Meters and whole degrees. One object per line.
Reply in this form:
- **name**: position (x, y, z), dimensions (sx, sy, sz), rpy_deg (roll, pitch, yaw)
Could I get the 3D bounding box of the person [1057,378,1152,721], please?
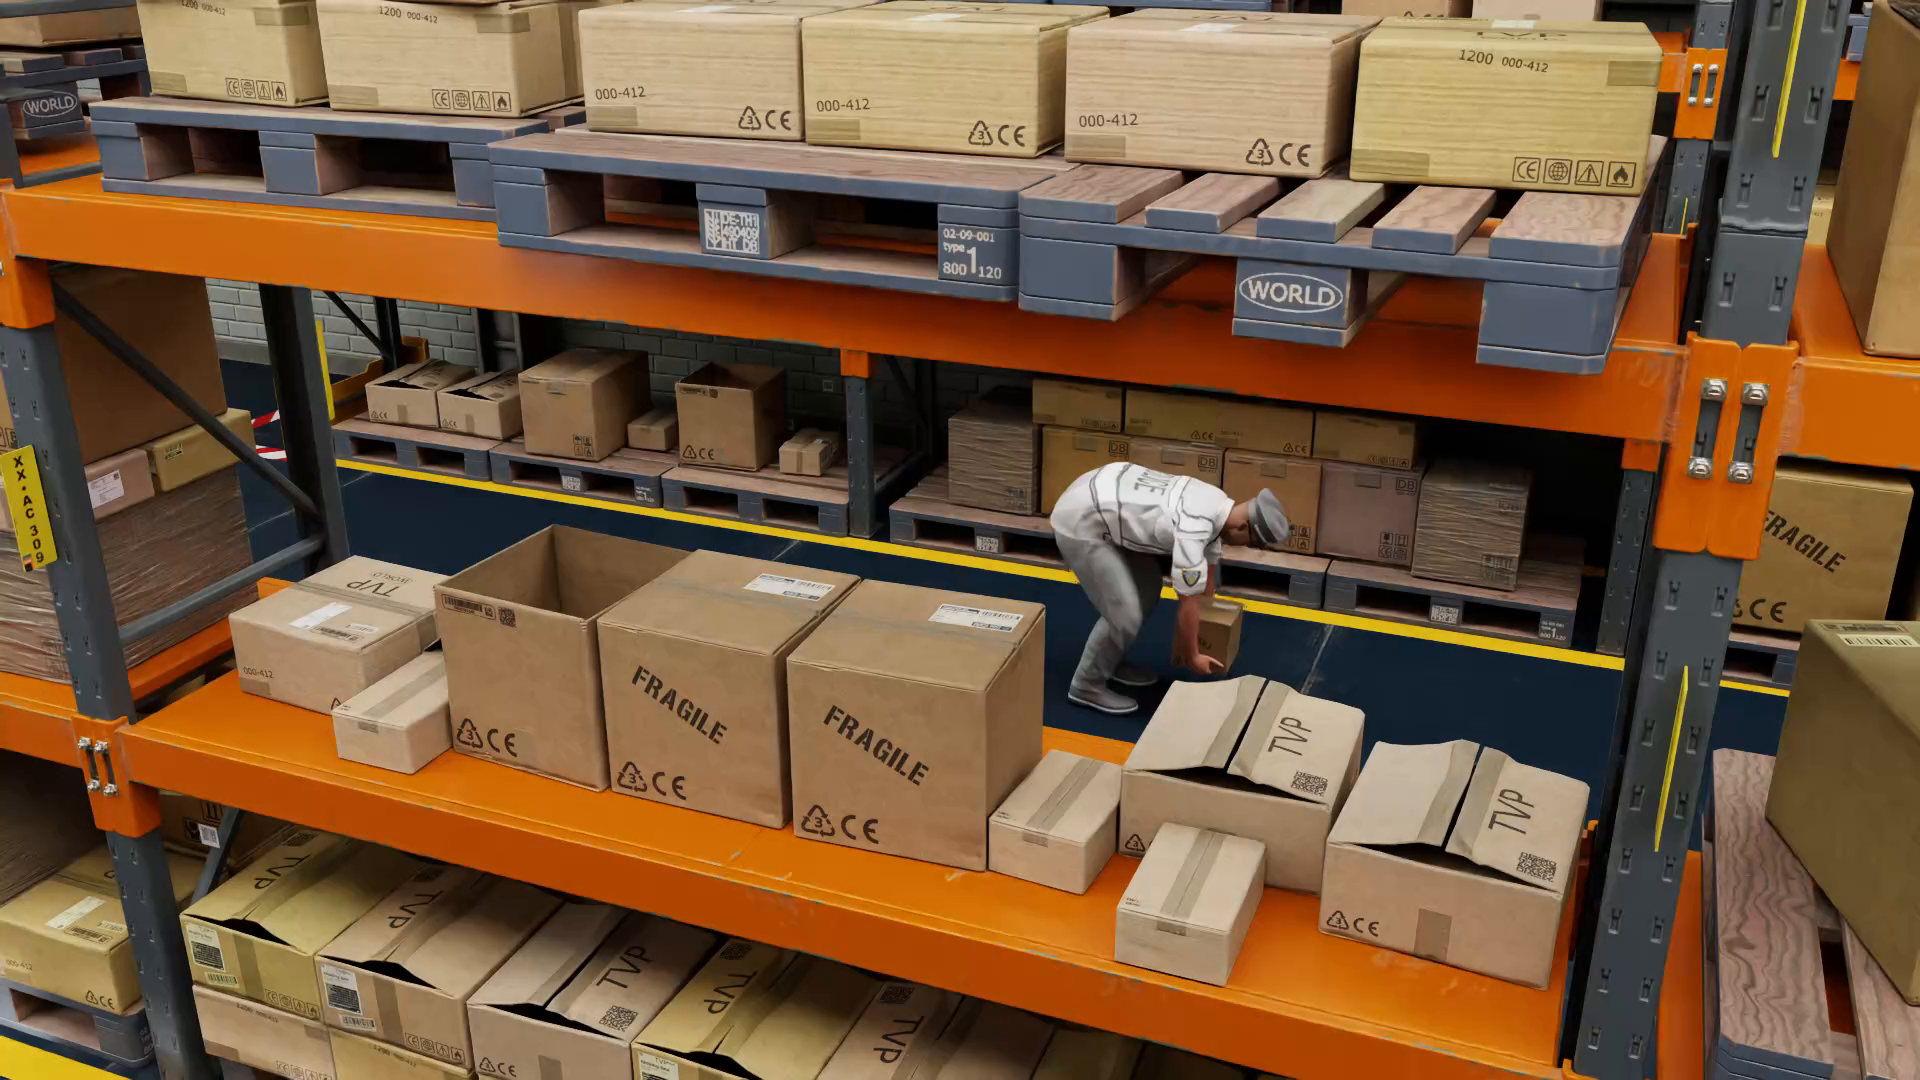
- **person**: position (0.663, -0.118, 7.372), dimensions (0.442, 1.746, 0.588), rpy_deg (8, 23, 18)
